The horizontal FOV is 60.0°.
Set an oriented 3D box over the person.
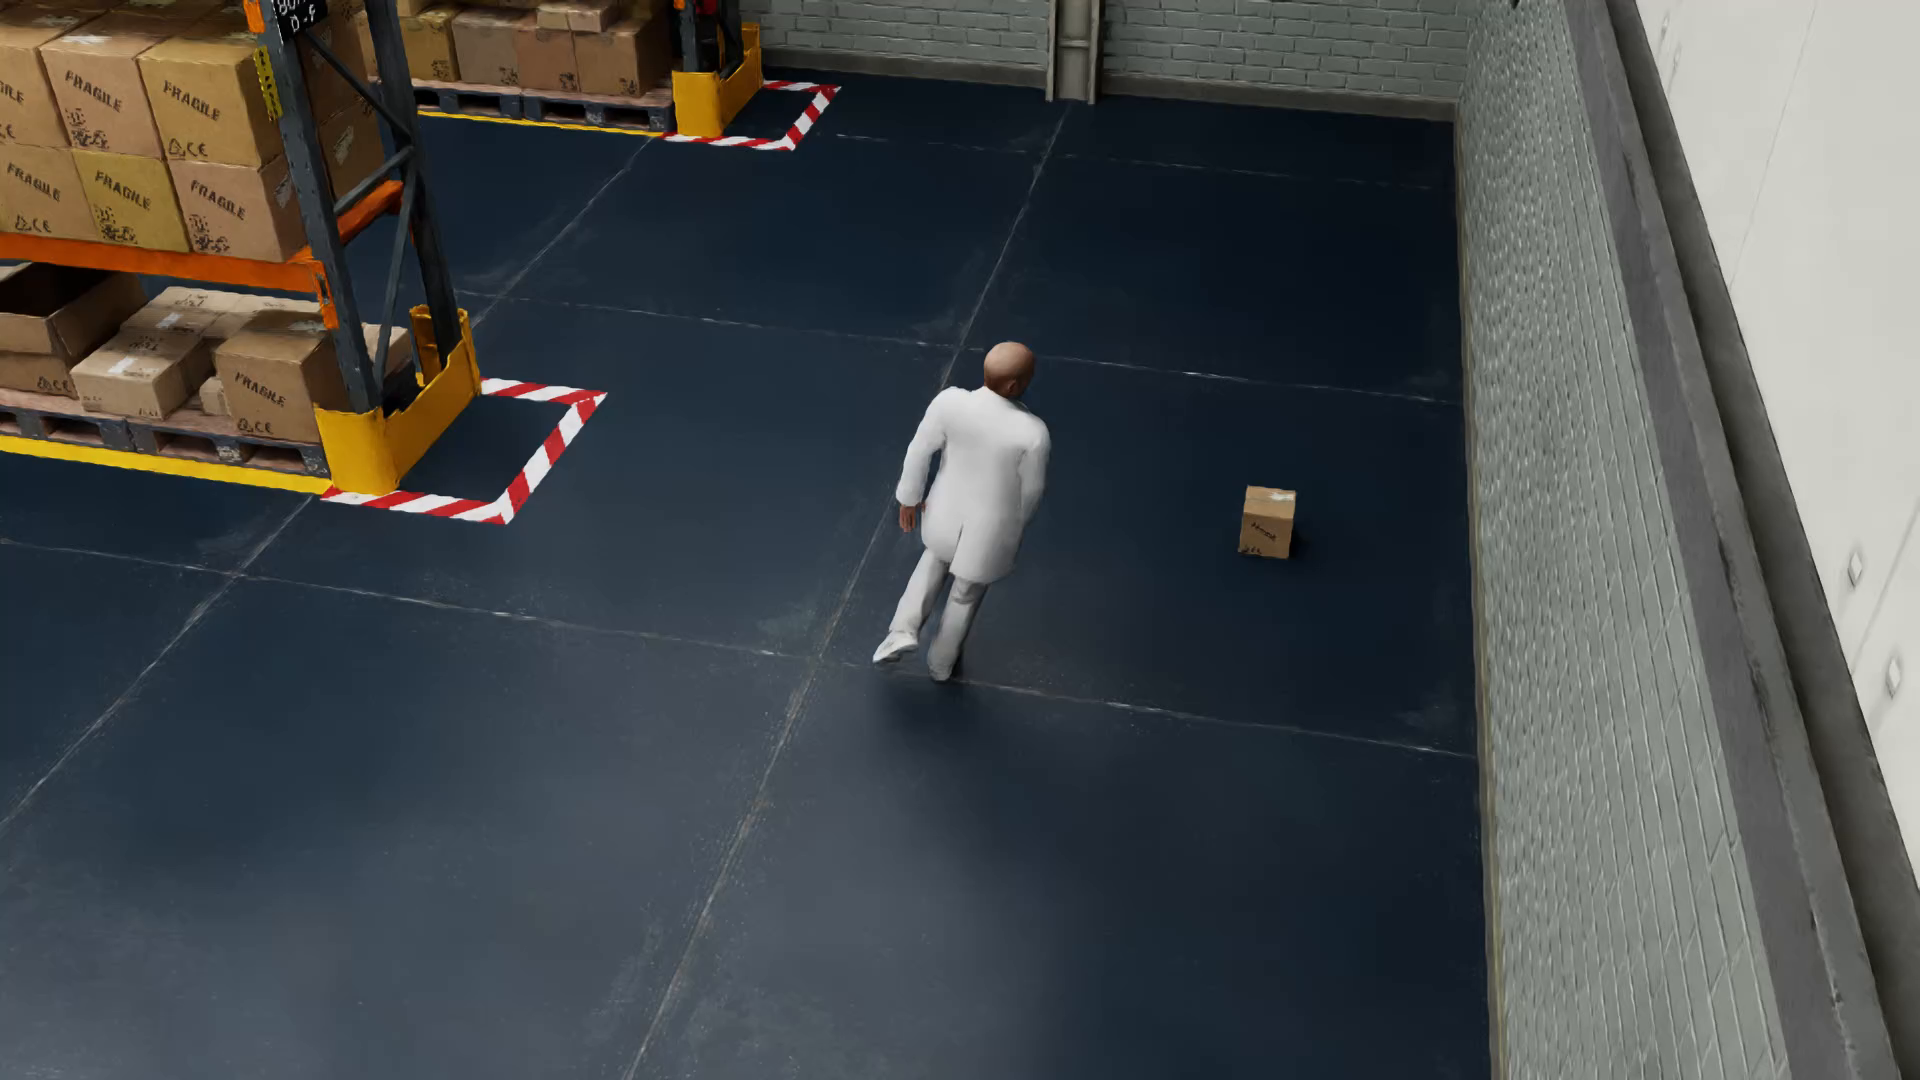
[{"bbox_3d":[0.017,-0.080,7.114,0.756,1.721,0.561,14,38,19],"label":"person"}]
